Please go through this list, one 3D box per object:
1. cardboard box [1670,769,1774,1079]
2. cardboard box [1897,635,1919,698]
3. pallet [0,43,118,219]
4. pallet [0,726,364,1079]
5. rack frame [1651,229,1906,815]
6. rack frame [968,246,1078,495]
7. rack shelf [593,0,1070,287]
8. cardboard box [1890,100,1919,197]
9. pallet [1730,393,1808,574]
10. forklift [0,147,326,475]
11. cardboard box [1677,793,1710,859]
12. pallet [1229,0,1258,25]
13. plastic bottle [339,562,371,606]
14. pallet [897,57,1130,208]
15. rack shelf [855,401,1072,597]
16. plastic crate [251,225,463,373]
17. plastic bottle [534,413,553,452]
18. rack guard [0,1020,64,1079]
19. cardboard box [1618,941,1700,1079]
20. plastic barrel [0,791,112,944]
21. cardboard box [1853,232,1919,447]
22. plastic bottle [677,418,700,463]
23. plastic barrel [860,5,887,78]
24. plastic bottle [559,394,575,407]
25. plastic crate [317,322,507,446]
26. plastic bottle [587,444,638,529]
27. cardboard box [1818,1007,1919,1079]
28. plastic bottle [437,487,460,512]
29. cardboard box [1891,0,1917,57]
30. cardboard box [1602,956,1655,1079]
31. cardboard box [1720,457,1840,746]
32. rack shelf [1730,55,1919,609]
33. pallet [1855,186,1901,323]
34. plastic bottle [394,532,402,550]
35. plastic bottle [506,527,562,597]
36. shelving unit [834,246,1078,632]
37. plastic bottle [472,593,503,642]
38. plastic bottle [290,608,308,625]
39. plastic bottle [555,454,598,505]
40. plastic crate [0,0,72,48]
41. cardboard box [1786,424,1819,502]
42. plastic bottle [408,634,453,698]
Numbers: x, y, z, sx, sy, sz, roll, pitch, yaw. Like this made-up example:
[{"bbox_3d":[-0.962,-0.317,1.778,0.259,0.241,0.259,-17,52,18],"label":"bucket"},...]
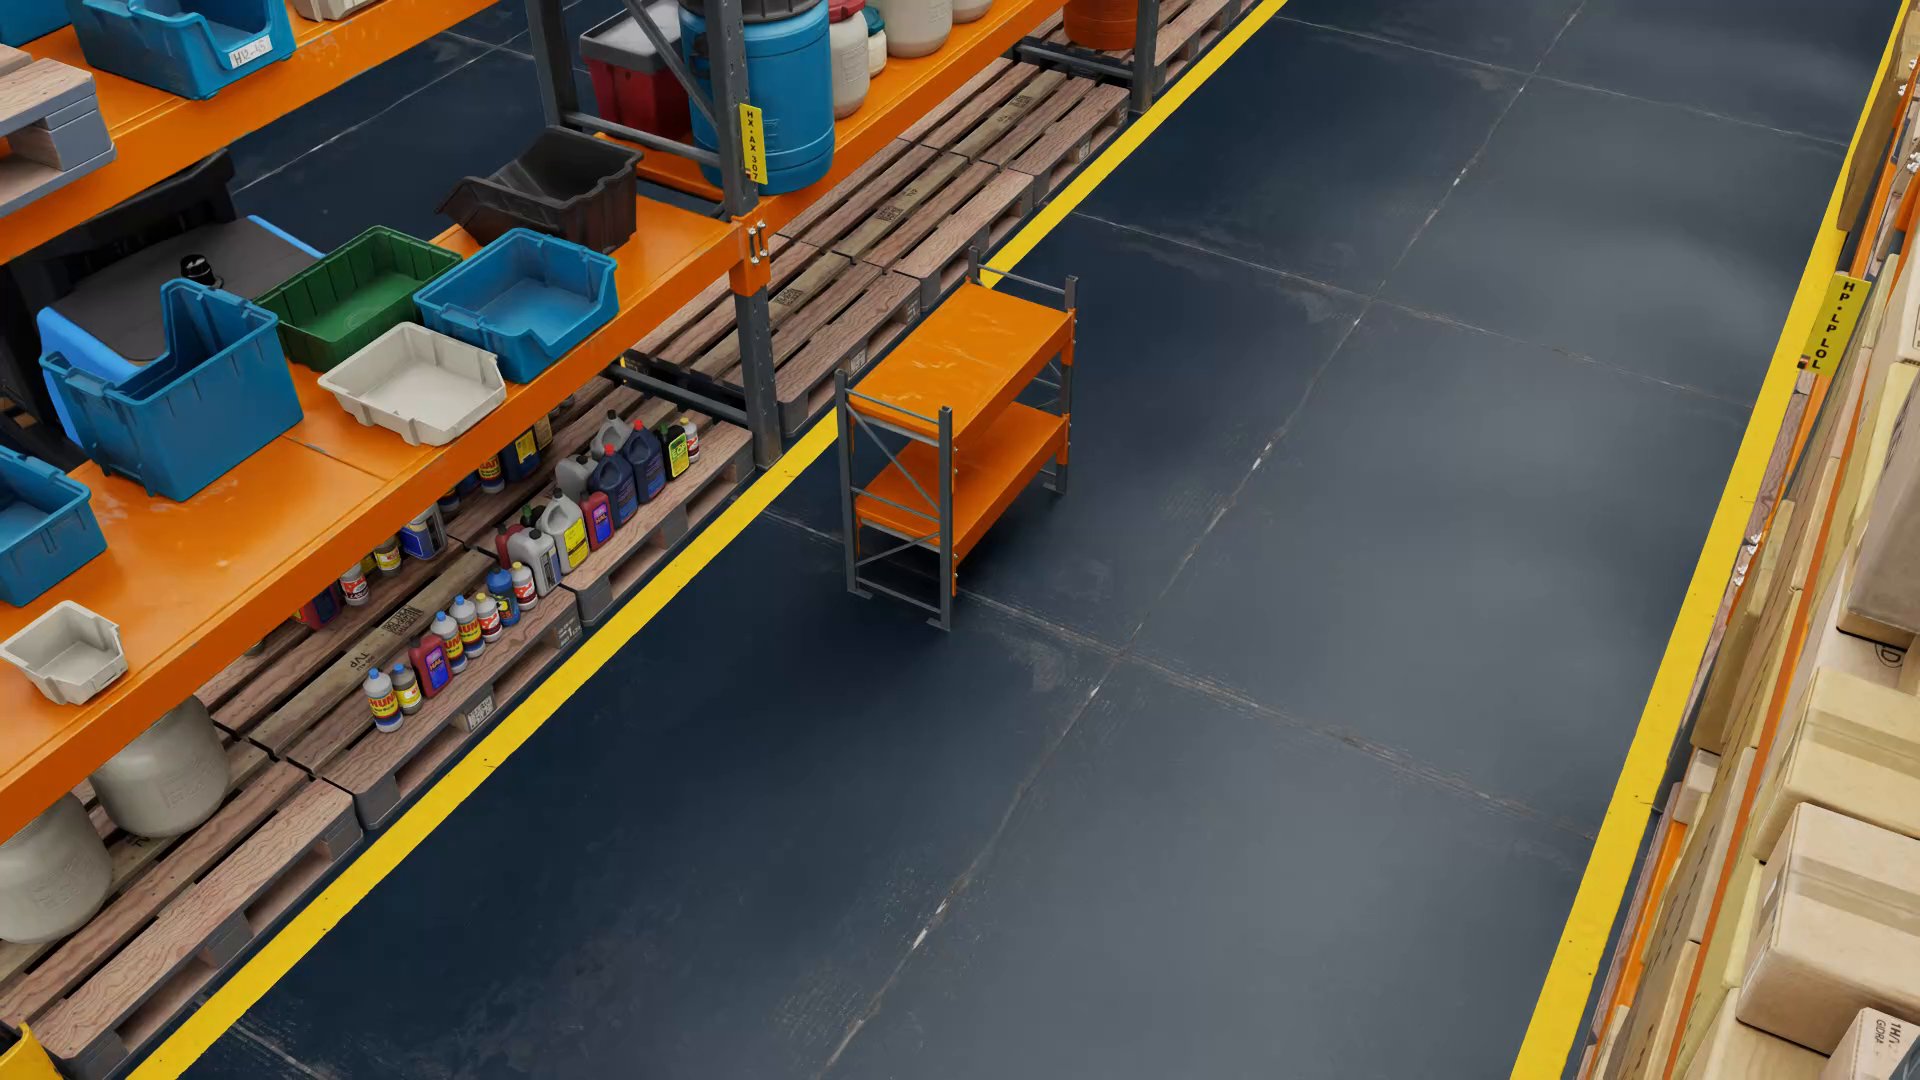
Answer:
[{"bbox_3d":[1.273,0.571,2.175,0.500,0.250,0.500,21,46,22],"label":"cardboard box"},{"bbox_3d":[1.483,0.251,2.237,0.380,0.149,0.250,21,46,23],"label":"cardboard box"},{"bbox_3d":[-2.785,-0.847,3.815,1.003,0.211,1.213,21,45,22],"label":"pallet"},{"bbox_3d":[-2.876,1.174,5.757,1.003,0.211,1.213,21,45,22],"label":"pallet"},{"bbox_3d":[3.006,-0.001,4.982,1.000,3.000,0.127,21,45,22],"label":"rack frame"},{"bbox_3d":[0.258,-0.717,7.213,0.500,1.125,0.032,21,45,22],"label":"rack frame"},{"bbox_3d":[-0.282,-2.514,8.379,1.077,0.370,4.000,21,45,22],"label":"rack shelf"},{"bbox_3d":[3.970,-1.509,6.489,0.500,0.250,0.500,20,45,21],"label":"cardboard box"},{"bbox_3d":[4.004,-0.102,7.206,1.003,0.211,1.213,21,45,22],"label":"pallet"},{"bbox_3d":[-3.936,-1.769,7.042,3.031,2.935,1.130,29,49,29],"label":"forklift"},{"bbox_3d":[2.034,0.840,4.217,0.380,0.149,0.250,21,45,22],"label":"cardboard box"},{"bbox_3d":[1.689,-4.042,11.680,1.003,0.211,1.213,21,45,22],"label":"pallet"},{"bbox_3d":[-2.408,0.155,6.589,0.097,0.201,0.097,0,41,0],"label":"plastic bottle"},{"bbox_3d":[0.298,-2.451,9.874,1.003,0.211,1.213,21,45,22],"label":"pallet"},{"bbox_3d":[0.003,-0.243,7.044,0.538,0.278,1.000,21,45,22],"label":"rack shelf"},{"bbox_3d":[-2.206,-0.877,6.136,0.450,0.188,0.662,21,45,22],"label":"plastic crate"},{"bbox_3d":[-1.867,-0.519,7.292,0.061,0.283,0.133,21,45,22],"label":"plastic bottle"},{"bbox_3d":[-3.287,1.528,5.136,1.175,0.500,0.348,21,45,22],"label":"rack guard"},{"bbox_3d":[1.311,1.079,2.698,0.500,0.500,0.500,21,45,22],"label":"cardboard box"},{"bbox_3d":[-3.021,1.024,5.383,0.421,0.512,0.421,0,41,0],"label":"plastic barrel"},{"bbox_3d":[2.041,-0.313,3.179,0.500,0.250,0.500,19,45,20],"label":"cardboard box"},{"bbox_3d":[-1.194,-0.444,7.269,0.097,0.201,0.097,0,41,0],"label":"plastic bottle"},{"bbox_3d":[-0.487,-2.294,7.690,0.301,0.262,0.301,0,41,0],"label":"plastic barrel"},{"bbox_3d":[-1.821,-0.743,7.556,0.097,0.271,0.097,0,41,0],"label":"plastic bottle"},{"bbox_3d":[-1.876,-0.528,5.779,0.530,0.136,0.437,21,45,22],"label":"plastic crate"},{"bbox_3d":[-1.451,-0.237,6.921,0.144,0.351,0.185,19,45,20],"label":"plastic bottle"},{"bbox_3d":[1.105,0.696,1.732,0.380,0.149,0.250,19,45,21],"label":"cardboard box"},{"bbox_3d":[-2.181,-0.251,6.997,0.097,0.271,0.097,0,41,0],"label":"plastic bottle"},{"bbox_3d":[6.260,-3.055,9.739,1.225,0.875,0.875,19,45,21],"label":"cardboard box"},{"bbox_3d":[1.737,1.235,3.277,0.875,0.500,0.500,21,45,22],"label":"cardboard box"},{"bbox_3d":[2.061,0.220,3.673,0.500,0.500,0.500,21,45,22],"label":"cardboard box"},{"bbox_3d":[4.007,-0.876,6.519,1.077,0.370,4.000,21,45,22],"label":"rack shelf"},{"bbox_3d":[4.052,-1.072,6.343,1.003,0.211,1.213,21,45,22],"label":"pallet"},{"bbox_3d":[-2.353,-0.135,6.805,0.144,0.351,0.185,21,45,22],"label":"plastic bottle"},{"bbox_3d":[-1.698,0.068,6.631,0.152,0.276,0.135,22,46,23],"label":"plastic bottle"},{"bbox_3d":[0.003,-0.426,6.883,0.538,1.125,1.048,21,45,22],"label":"shelving unit"},{"bbox_3d":[-1.836,0.290,6.436,0.097,0.201,0.097,0,41,0],"label":"plastic bottle"},{"bbox_3d":[-2.595,0.175,6.509,0.152,0.276,0.135,21,46,22],"label":"plastic bottle"},{"bbox_3d":[-1.592,-0.243,6.985,0.152,0.276,0.135,21,45,22],"label":"plastic bottle"},{"bbox_3d":[-2.590,-1.661,4.609,0.392,0.384,0.575,21,45,22],"label":"plastic crate"},{"bbox_3d":[2.727,0.086,4.581,0.875,0.500,0.500,21,45,22],"label":"cardboard box"},{"bbox_3d":[-1.978,0.446,6.197,0.061,0.283,0.133,22,46,23],"label":"plastic bottle"}]
